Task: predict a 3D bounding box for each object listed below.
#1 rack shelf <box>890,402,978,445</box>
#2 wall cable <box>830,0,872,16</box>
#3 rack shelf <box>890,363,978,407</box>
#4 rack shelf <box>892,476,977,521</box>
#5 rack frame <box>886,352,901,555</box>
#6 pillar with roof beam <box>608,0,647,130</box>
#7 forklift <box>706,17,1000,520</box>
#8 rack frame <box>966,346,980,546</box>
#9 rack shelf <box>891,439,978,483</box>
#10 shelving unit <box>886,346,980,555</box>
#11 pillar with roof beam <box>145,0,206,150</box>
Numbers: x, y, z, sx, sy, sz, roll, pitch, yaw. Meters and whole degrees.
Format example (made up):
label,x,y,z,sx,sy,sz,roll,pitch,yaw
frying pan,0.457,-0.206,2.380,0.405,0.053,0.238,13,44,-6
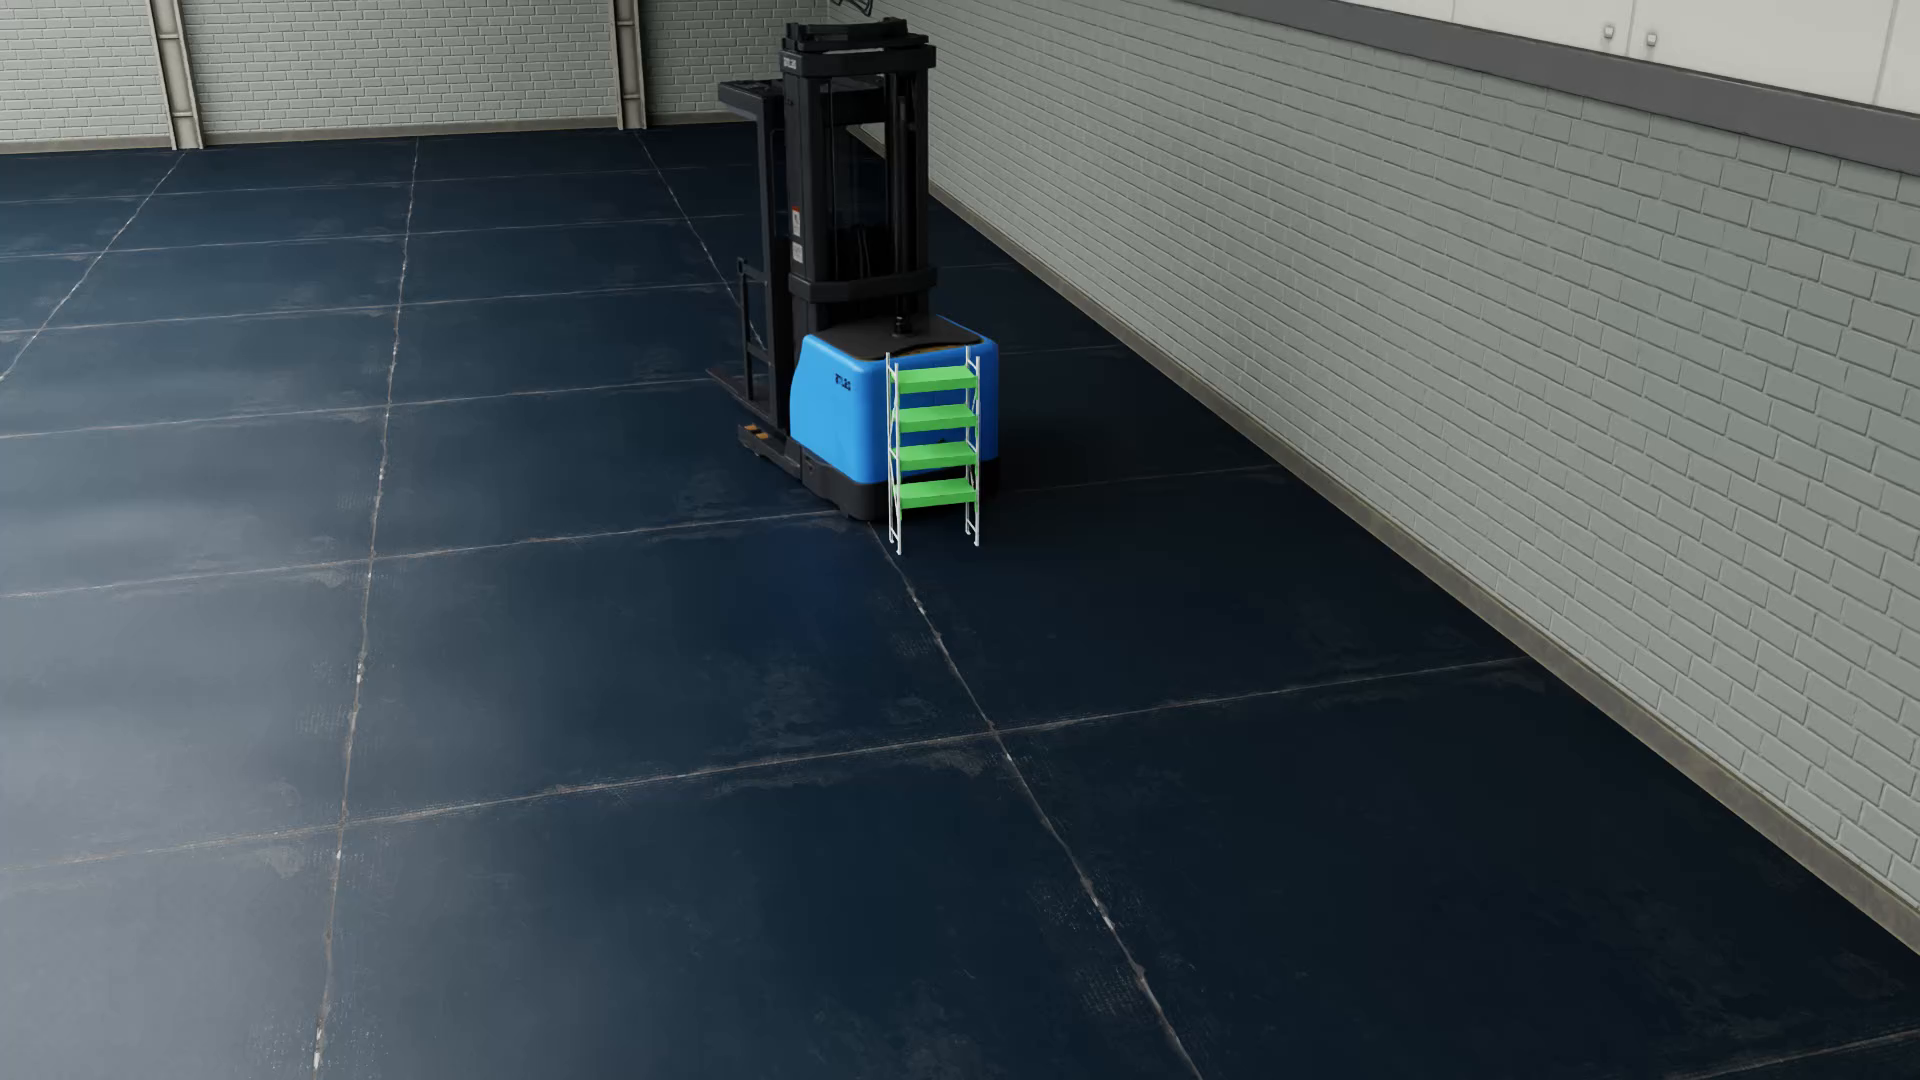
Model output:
label,x,y,z,sx,sy,sz,roll,pitch,yaw
rack shelf,-0.159,-0.696,9.903,0.480,0.148,0.258,-6,24,-14
wall cable,-1.591,-8.542,22.683,0.112,2.526,3.097,-6,24,-14
rack shelf,-0.159,-0.916,9.808,0.480,0.148,0.258,-6,24,-14
rack shelf,-0.159,-0.254,10.092,0.480,0.148,0.258,-6,24,-14
rack frame,-0.394,-0.508,9.912,0.015,1.200,0.240,-6,24,-14
pillar with roof beam,-3.622,-8.523,18.700,0.400,9.000,9.100,-6,24,-14
forklift,-0.910,-2.007,11.211,1.130,2.935,3.031,-13,26,-27
rack frame,0.076,-0.560,10.033,0.015,1.200,0.240,-6,24,-14
rack shelf,-0.159,-0.475,9.998,0.480,0.148,0.258,-6,24,-14
shelving unit,-0.159,-0.534,9.972,0.503,1.200,0.258,-6,24,-14
pillar with roof beam,-9.399,-7.884,17.211,0.400,9.000,9.100,-6,24,-14
